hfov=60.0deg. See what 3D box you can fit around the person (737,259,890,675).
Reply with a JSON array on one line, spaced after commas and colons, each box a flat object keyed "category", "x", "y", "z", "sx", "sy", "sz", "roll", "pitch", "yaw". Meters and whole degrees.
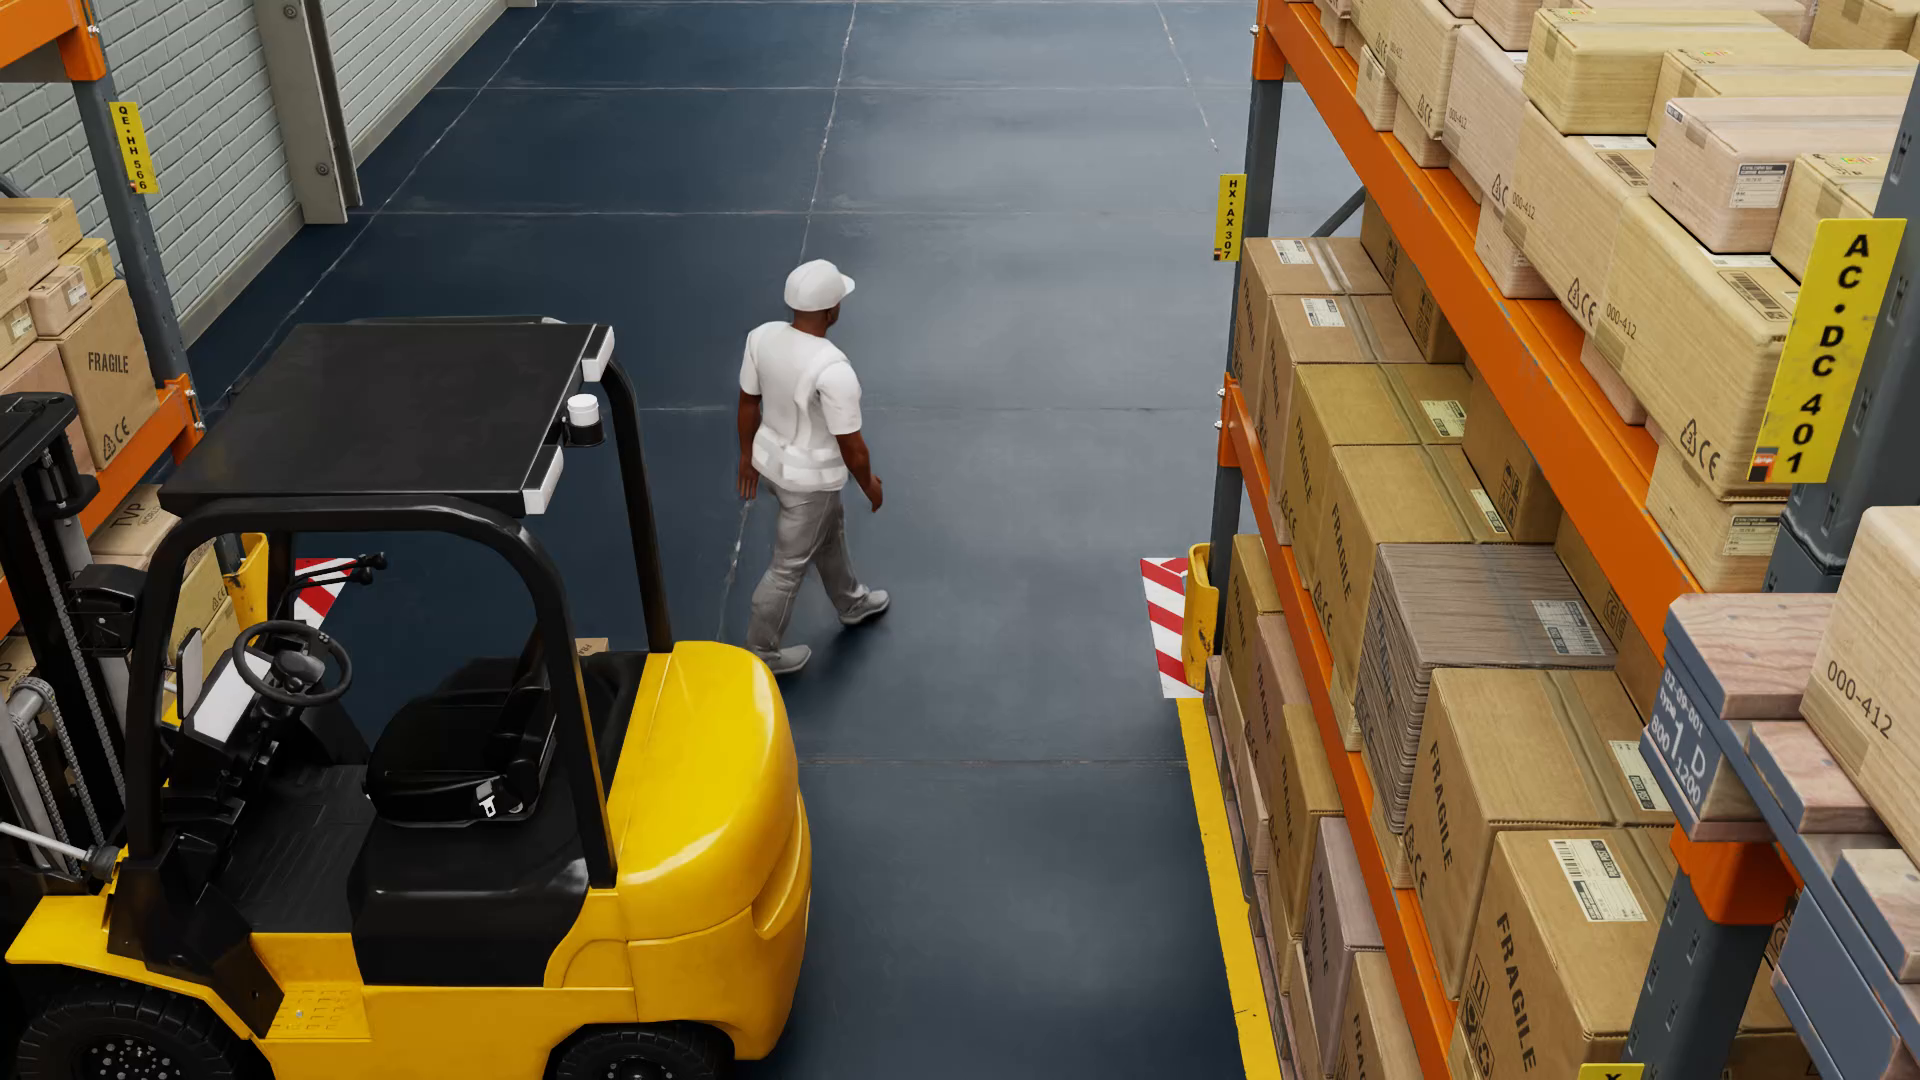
[{"category": "person", "x": -0.555, "y": -0.280, "z": 6.556, "sx": 0.847, "sy": 1.745, "sz": 0.564, "roll": -20, "pitch": 37, "yaw": -30}]
